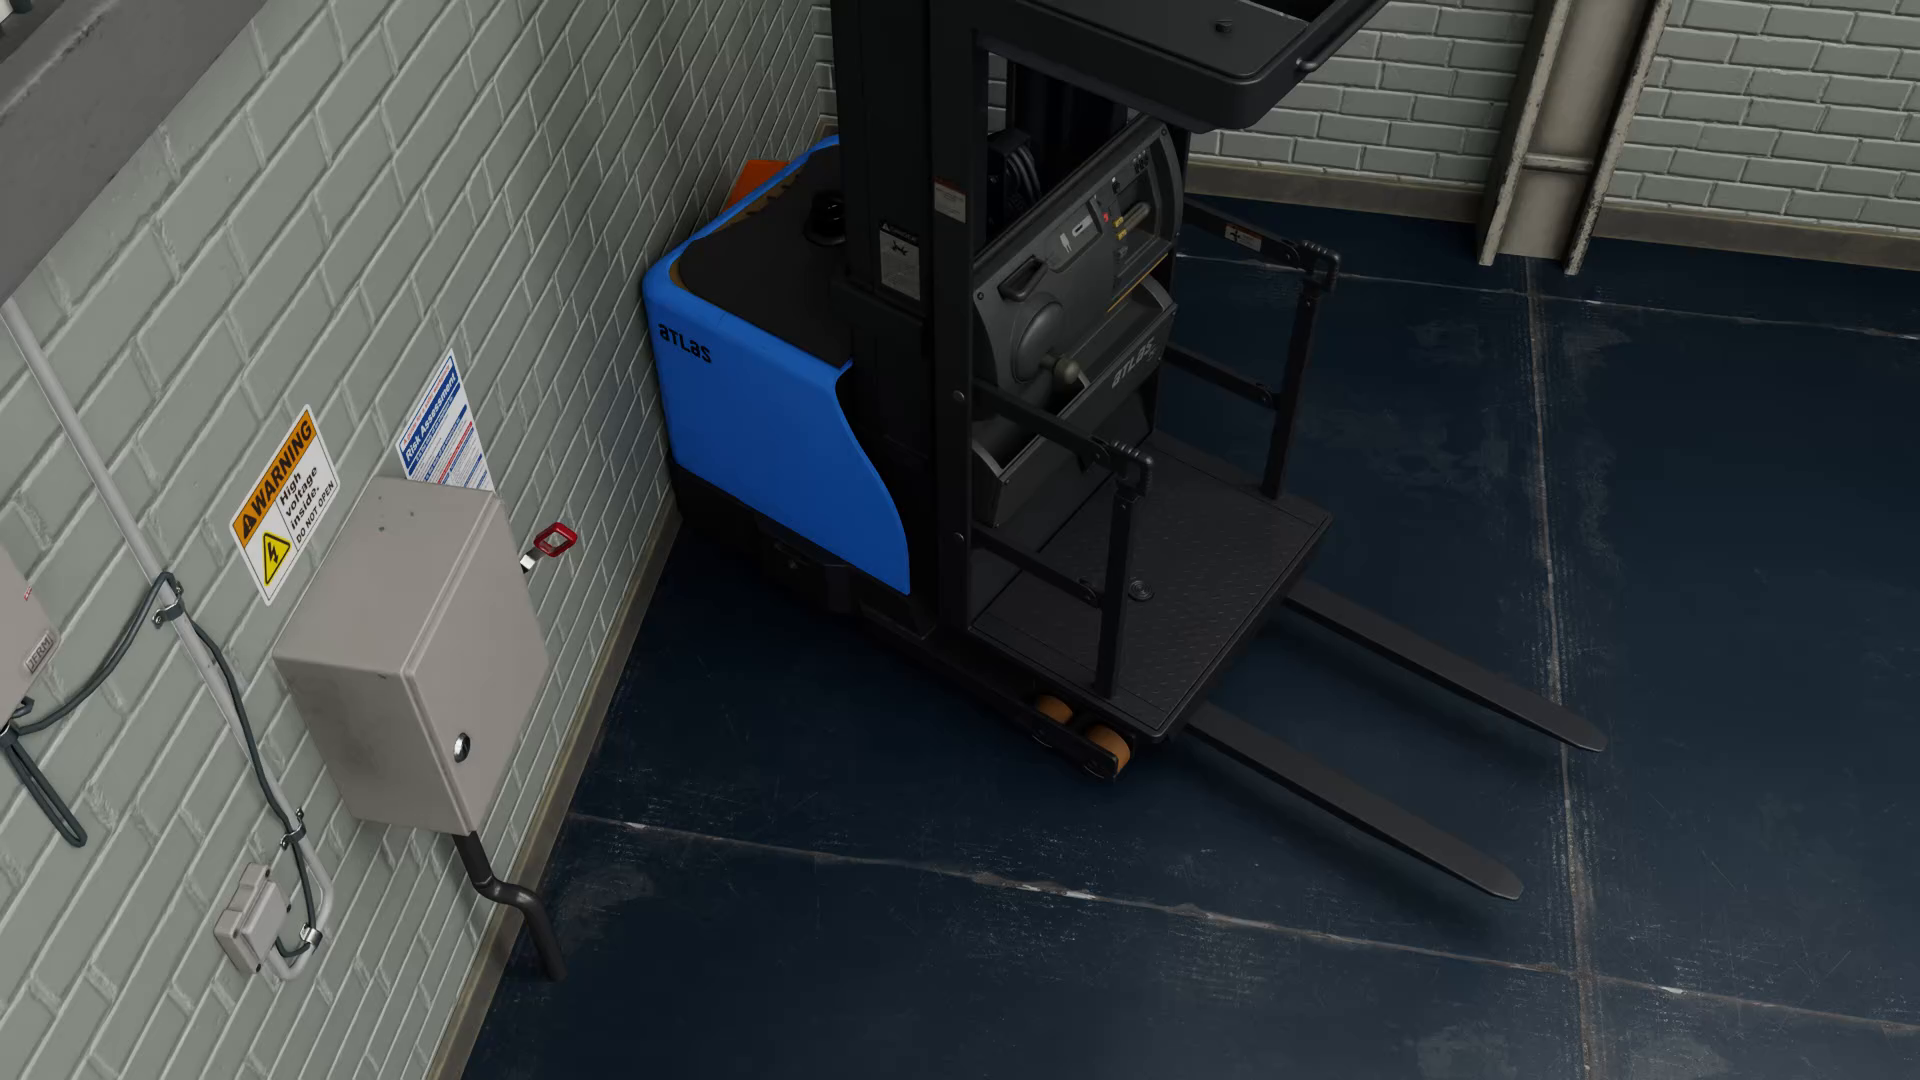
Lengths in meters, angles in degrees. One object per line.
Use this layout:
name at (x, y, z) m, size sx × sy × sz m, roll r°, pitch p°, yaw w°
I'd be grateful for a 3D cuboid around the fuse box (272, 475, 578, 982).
fuse box at (-1.096, 0.624, 4.039) m, size 0.414 × 1.711 × 0.539 m, roll 8°, pitch 49°, yaw 7°

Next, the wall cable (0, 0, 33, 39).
wall cable at (-1.039, -2.708, 2.108) m, size 0.133 × 3.039 × 2.988 m, roll 8°, pitch 49°, yaw 7°

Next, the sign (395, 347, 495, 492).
sign at (-1.212, -0.164, 3.945) m, size 0.001 × 0.494 × 0.329 m, roll 8°, pitch 49°, yaw 7°

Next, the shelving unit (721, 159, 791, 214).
shelving unit at (-0.555, -1.278, 5.853) m, size 1.083 × 1.500 × 0.587 m, roll 6°, pitch 45°, yaw 9°

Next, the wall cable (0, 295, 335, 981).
wall cable at (-1.373, 0.332, 2.752) m, size 0.122 × 1.984 × 0.588 m, roll 8°, pitch 49°, yaw 7°

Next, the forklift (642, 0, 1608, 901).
forklift at (0.503, -0.706, 4.414) m, size 3.031 × 2.935 × 1.130 m, roll 29°, pitch 54°, yaw 23°

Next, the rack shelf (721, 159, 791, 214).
rack shelf at (-0.540, -1.148, 5.976) m, size 1.000 × 0.185 × 0.538 m, roll 6°, pitch 45°, yaw 9°

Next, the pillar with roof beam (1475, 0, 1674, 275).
pillar with roof beam at (1.560, -1.064, 0.656) m, size 0.400 × 9.000 × 9.100 m, roll 8°, pitch 49°, yaw 7°

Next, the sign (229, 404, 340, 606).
sign at (-1.310, -0.070, 3.241) m, size 0.001 × 0.242 × 0.339 m, roll 8°, pitch 49°, yaw 7°
